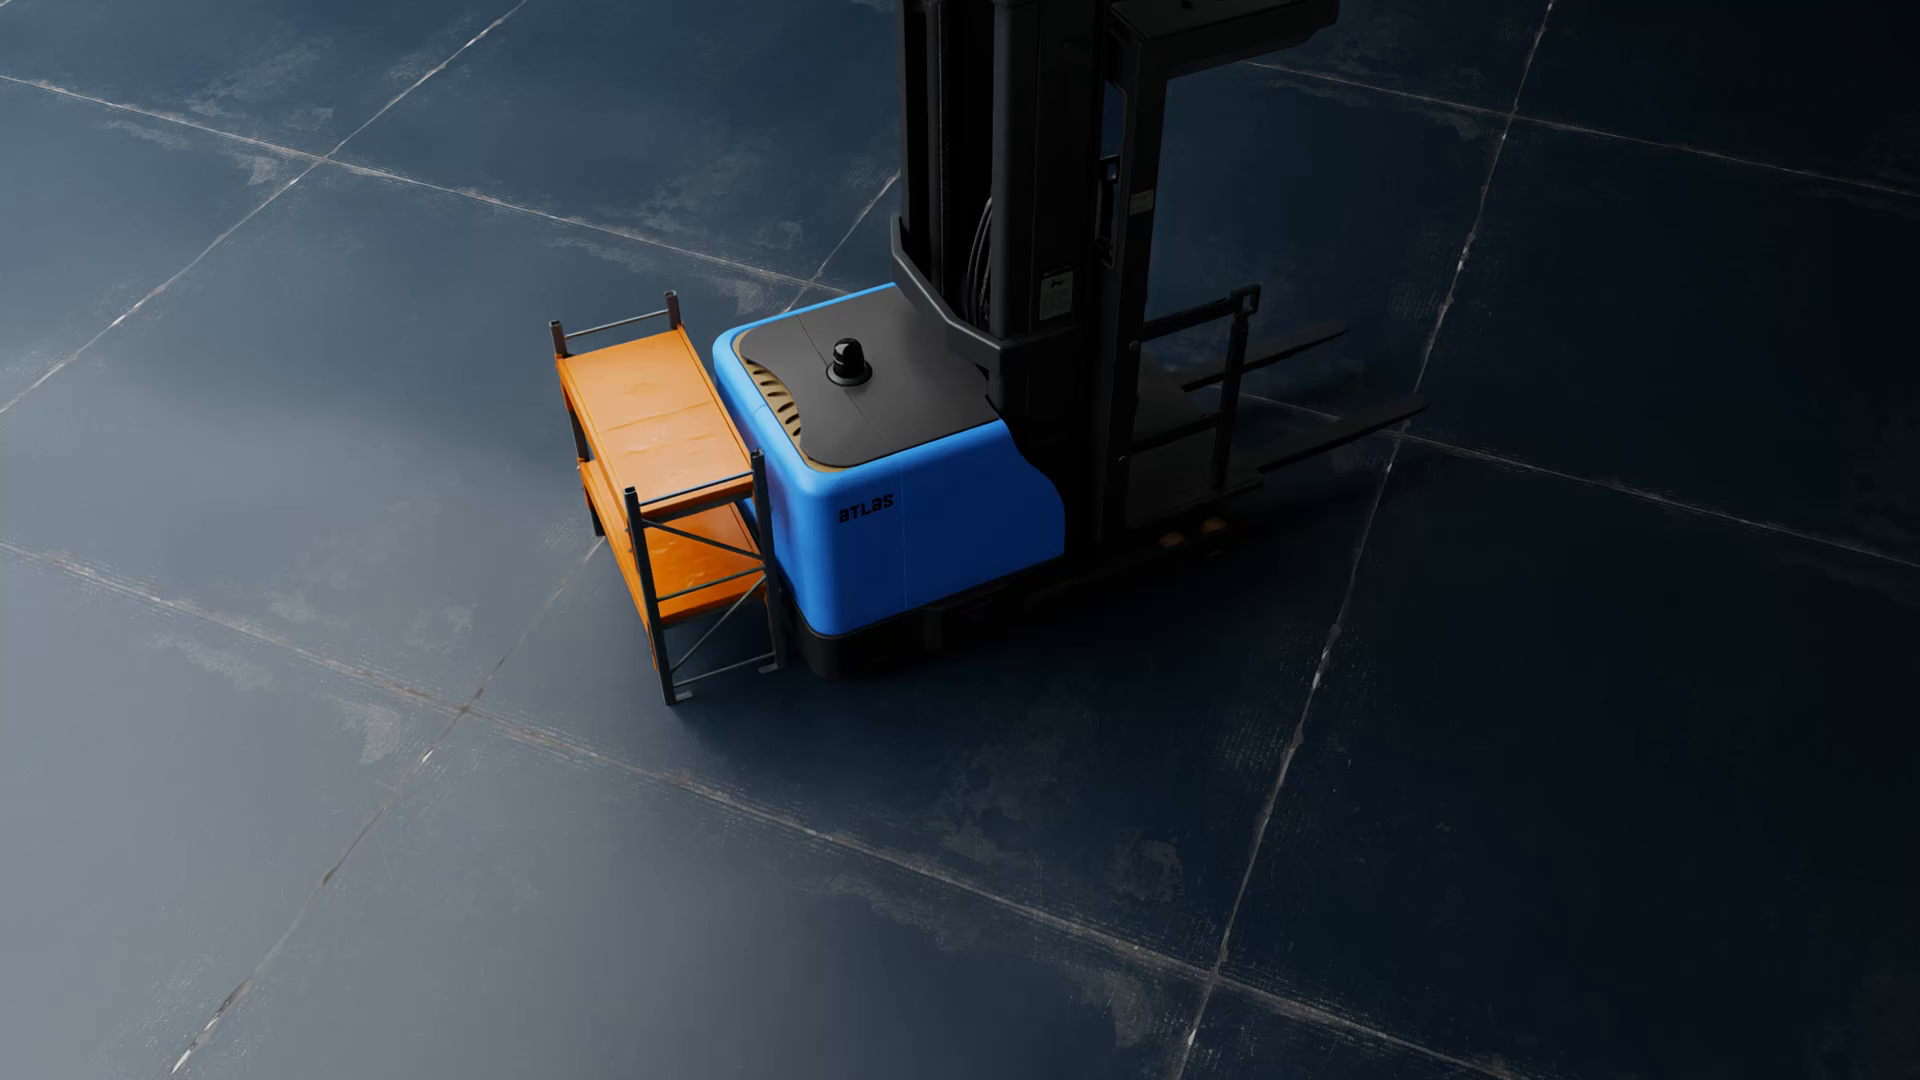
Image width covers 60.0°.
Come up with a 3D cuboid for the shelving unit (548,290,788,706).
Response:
[{"bbox_3d":[-1.125,-0.165,6.457,0.538,1.125,1.048,-17,47,-17],"label":"shelving unit"}]

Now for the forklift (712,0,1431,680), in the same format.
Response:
[{"bbox_3d":[0.590,-1.227,6.244,3.031,2.935,1.130,-19,48,-18],"label":"forklift"}]

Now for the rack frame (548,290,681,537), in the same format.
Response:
[{"bbox_3d":[-1.332,-0.492,6.786,0.500,1.125,0.032,-17,47,-17],"label":"rack frame"}]

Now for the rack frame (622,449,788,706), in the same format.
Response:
[{"bbox_3d":[-0.918,0.163,6.128,0.500,1.125,0.032,-17,47,-17],"label":"rack frame"}]

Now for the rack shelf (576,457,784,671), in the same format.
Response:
[{"bbox_3d":[-1.125,0.009,6.629,0.538,0.278,1.000,-17,47,-17],"label":"rack shelf"}]

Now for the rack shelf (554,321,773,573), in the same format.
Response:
[{"bbox_3d":[-1.125,-0.372,6.250,0.538,0.278,1.000,-17,47,-17],"label":"rack shelf"}]
